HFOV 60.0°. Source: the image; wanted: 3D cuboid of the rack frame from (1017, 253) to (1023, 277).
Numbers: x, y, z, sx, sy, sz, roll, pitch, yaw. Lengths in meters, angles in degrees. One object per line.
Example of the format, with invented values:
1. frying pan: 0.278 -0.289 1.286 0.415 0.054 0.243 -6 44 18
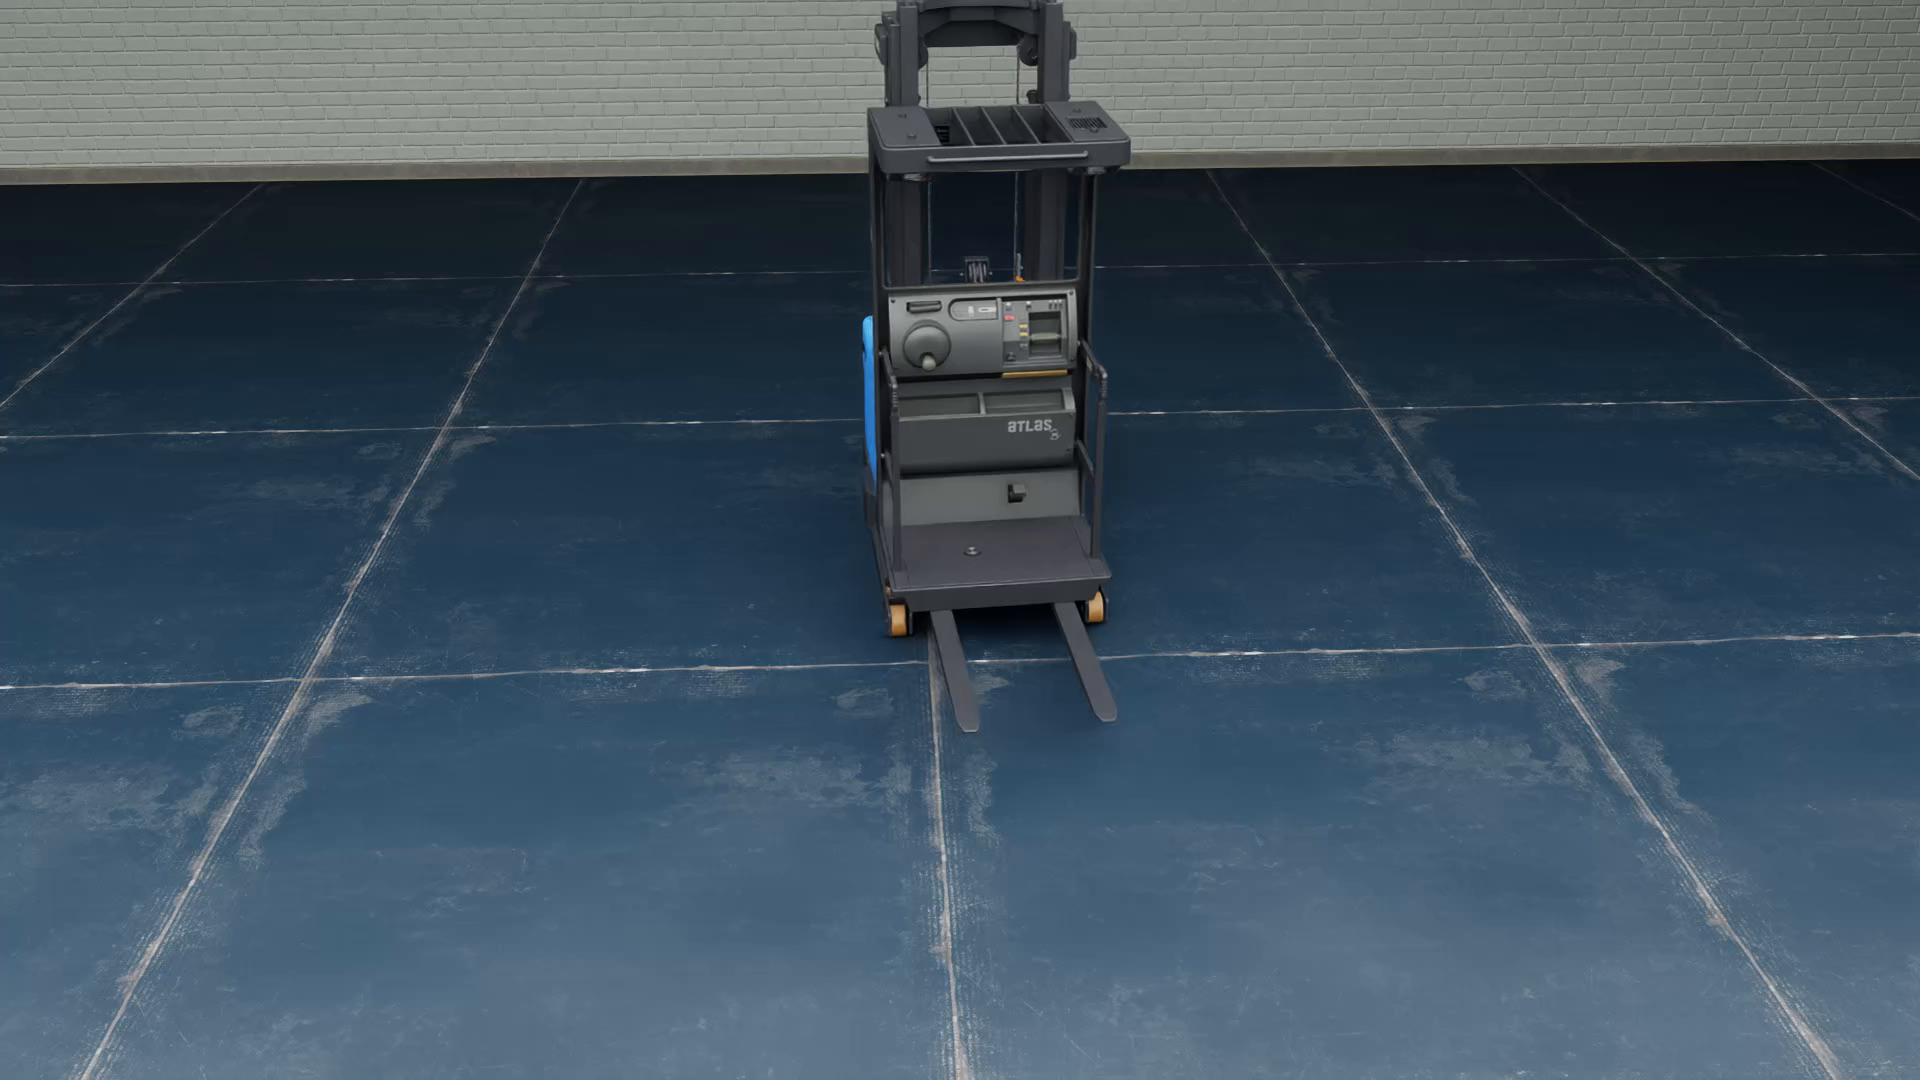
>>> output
1. rack frame: 0.460 -1.176 10.207 0.240 1.200 0.015 3 28 6

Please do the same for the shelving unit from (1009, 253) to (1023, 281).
1. shelving unit: 0.430 -1.064 9.992 0.258 1.200 0.503 3 28 6

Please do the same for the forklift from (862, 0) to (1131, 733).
1. forklift: 0.145 -0.987 7.973 1.130 2.935 3.031 -4 28 -7

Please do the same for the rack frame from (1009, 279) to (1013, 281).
1. rack frame: 0.400 -0.952 9.777 0.240 1.200 0.015 3 28 6

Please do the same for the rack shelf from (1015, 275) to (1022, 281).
1. rack shelf: 0.430 -1.412 9.811 0.258 0.148 0.480 3 28 6
